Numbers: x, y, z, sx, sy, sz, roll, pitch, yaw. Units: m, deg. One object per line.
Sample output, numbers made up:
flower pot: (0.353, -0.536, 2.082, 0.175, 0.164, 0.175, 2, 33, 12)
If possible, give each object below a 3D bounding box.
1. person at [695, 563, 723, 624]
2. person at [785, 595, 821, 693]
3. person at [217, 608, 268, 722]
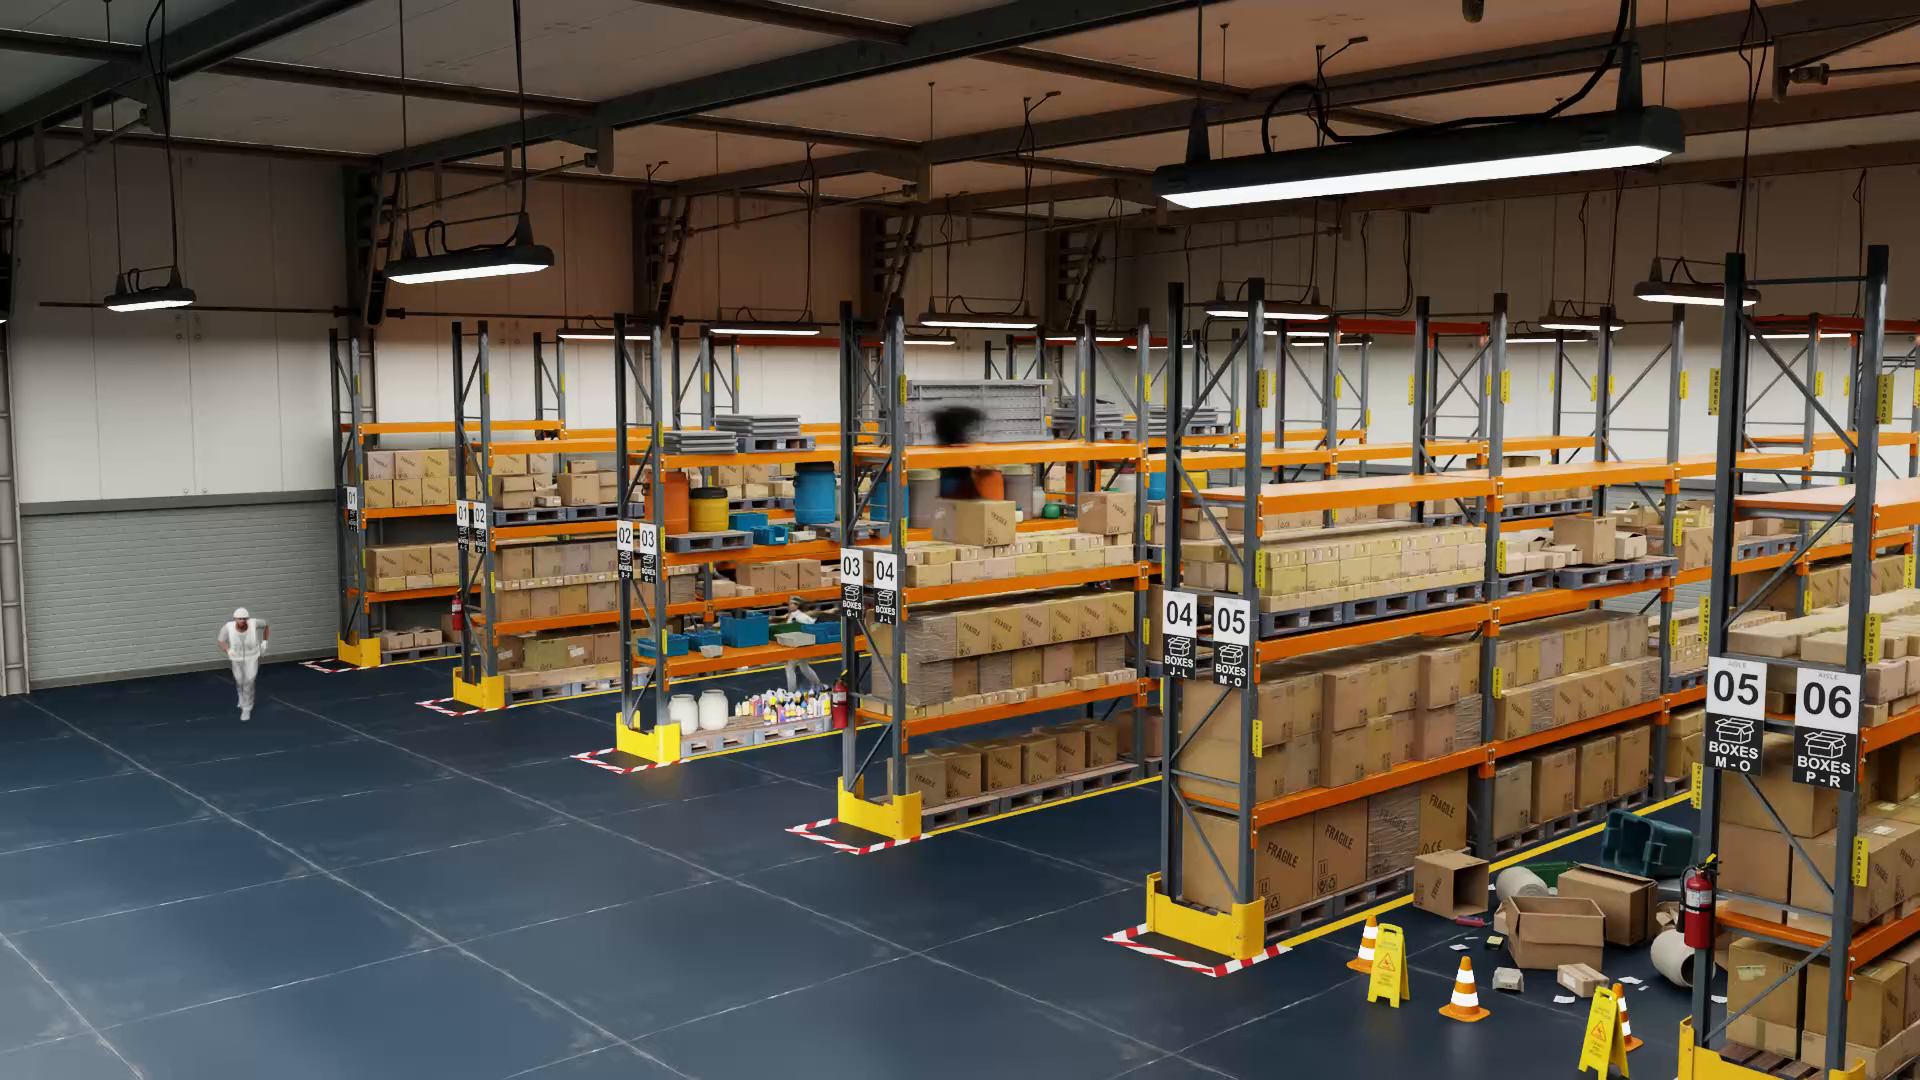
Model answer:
person: (-5.017, 1.118, 32.880, 0.653, 1.613, 0.792, 3, 6, 24)
person: (-2.530, 1.730, 26.299, 0.743, 1.737, 0.604, -2, 6, -21)
person: (-10.893, 1.844, 25.297, 0.721, 1.734, 1.041, -2, 6, -24)
